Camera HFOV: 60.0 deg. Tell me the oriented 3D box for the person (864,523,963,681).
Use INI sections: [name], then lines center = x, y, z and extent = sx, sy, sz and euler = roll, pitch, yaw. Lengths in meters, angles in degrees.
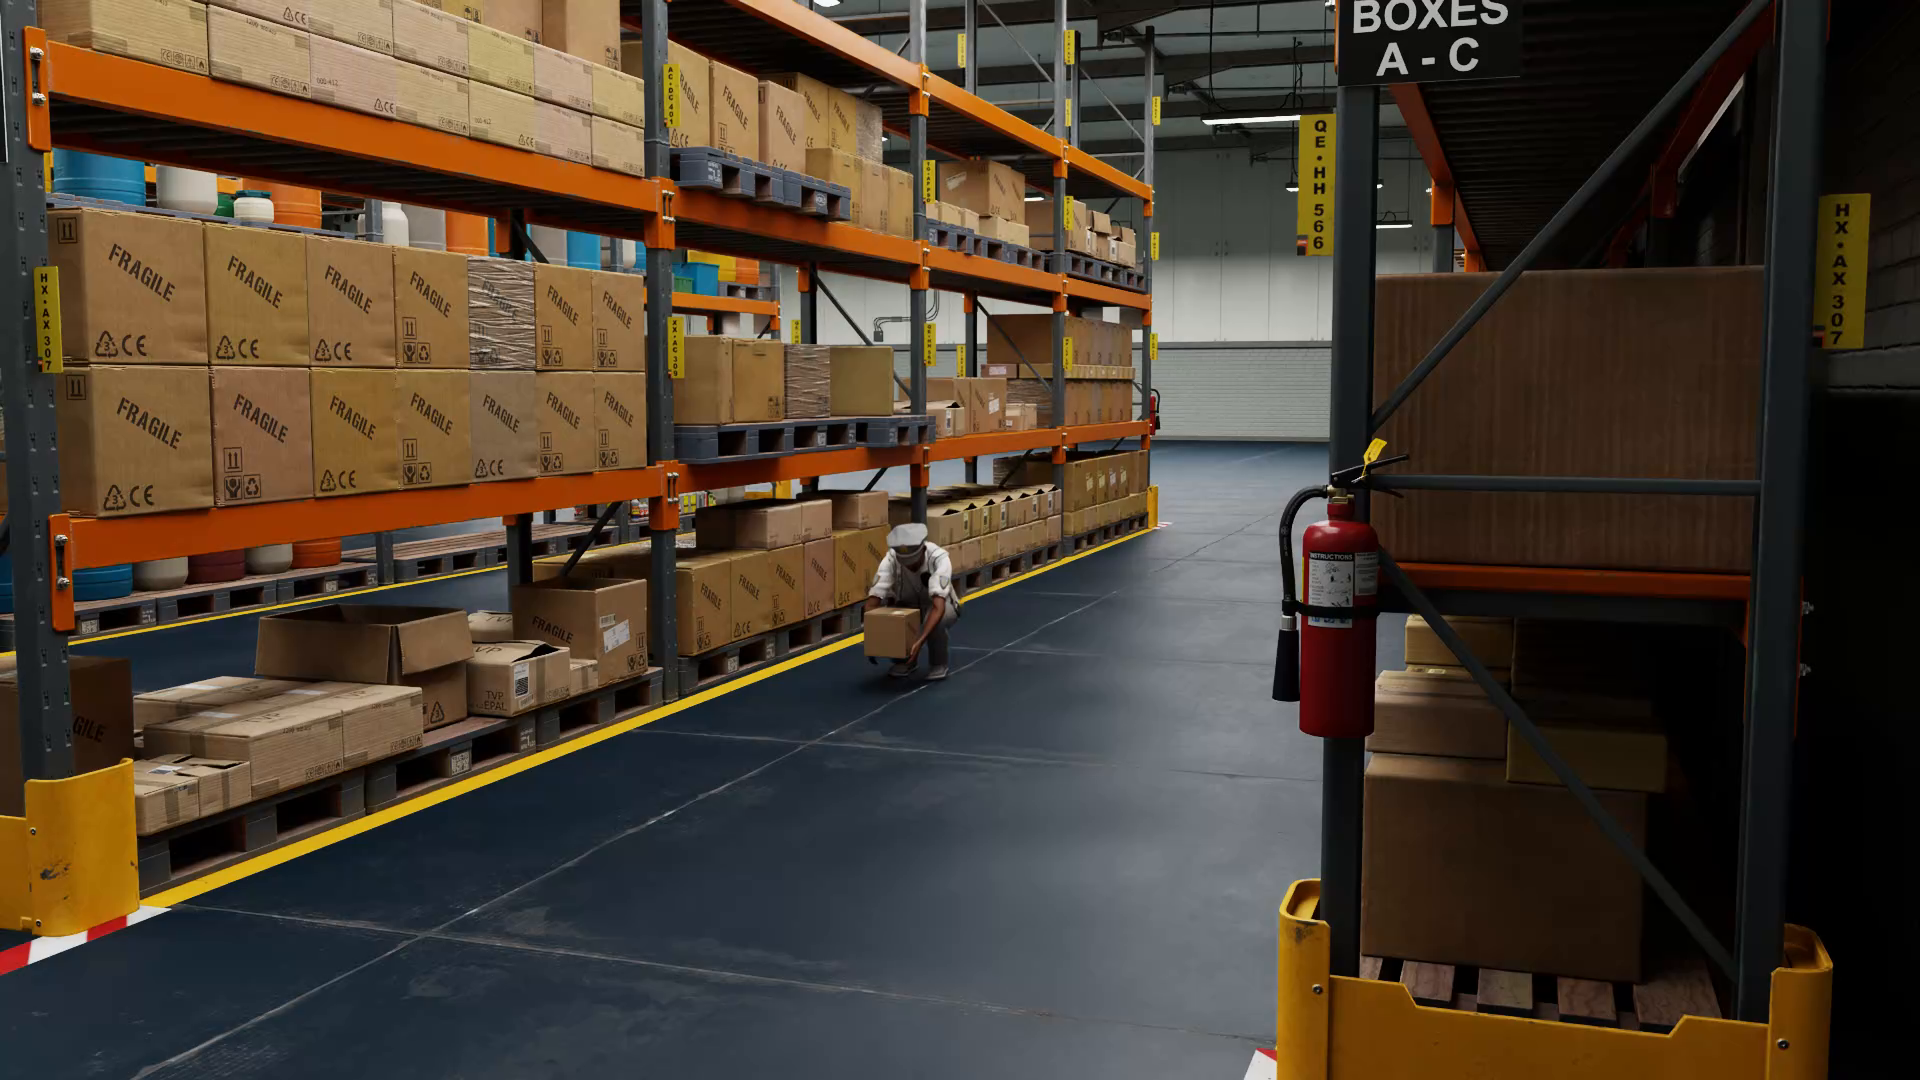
[person]
center = -0.265, 0.360, 9.808
extent = 0.501, 0.948, 0.849
euler = 2, 6, 19
